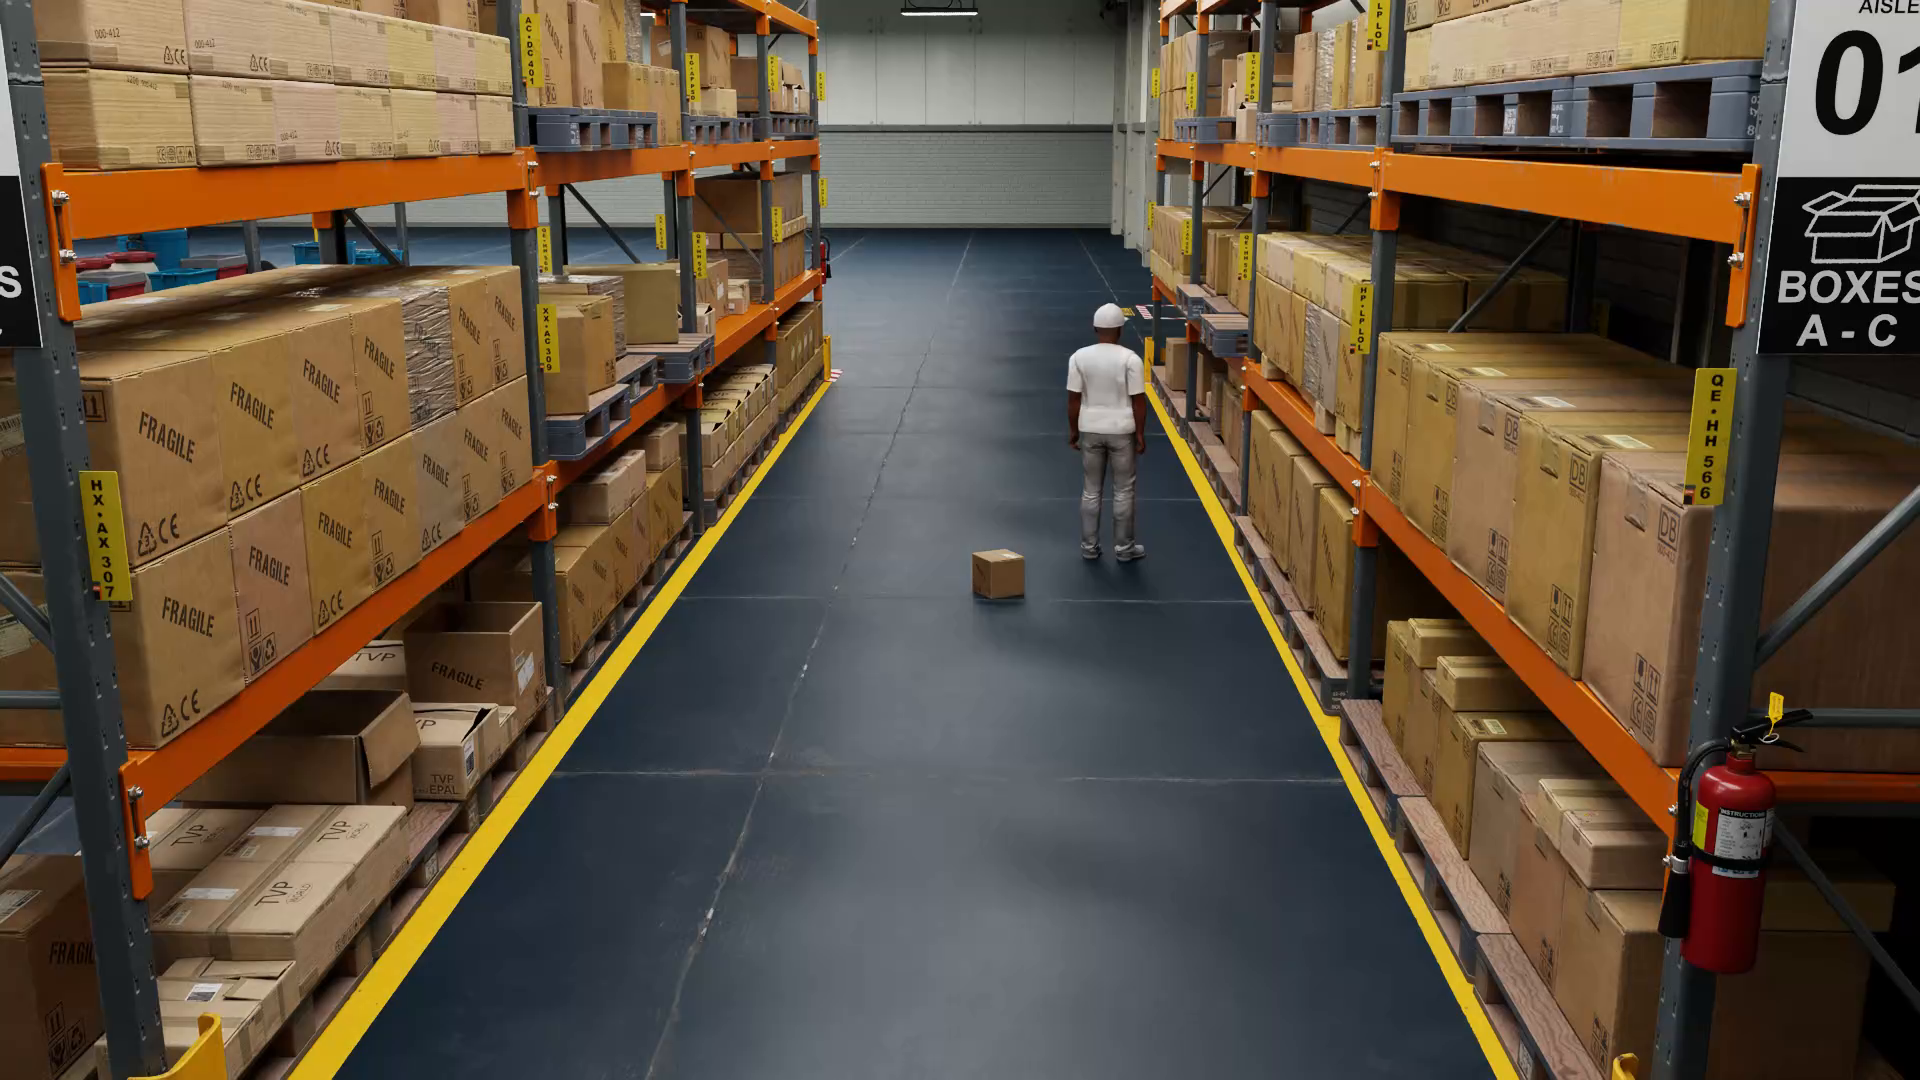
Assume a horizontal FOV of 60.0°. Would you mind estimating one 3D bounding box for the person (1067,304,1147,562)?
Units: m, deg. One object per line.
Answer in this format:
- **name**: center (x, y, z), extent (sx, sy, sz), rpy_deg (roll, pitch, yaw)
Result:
- **person**: center (1.022, -0.739, 11.446), extent (0.554, 1.771, 0.386), rpy_deg (5, 15, 20)
